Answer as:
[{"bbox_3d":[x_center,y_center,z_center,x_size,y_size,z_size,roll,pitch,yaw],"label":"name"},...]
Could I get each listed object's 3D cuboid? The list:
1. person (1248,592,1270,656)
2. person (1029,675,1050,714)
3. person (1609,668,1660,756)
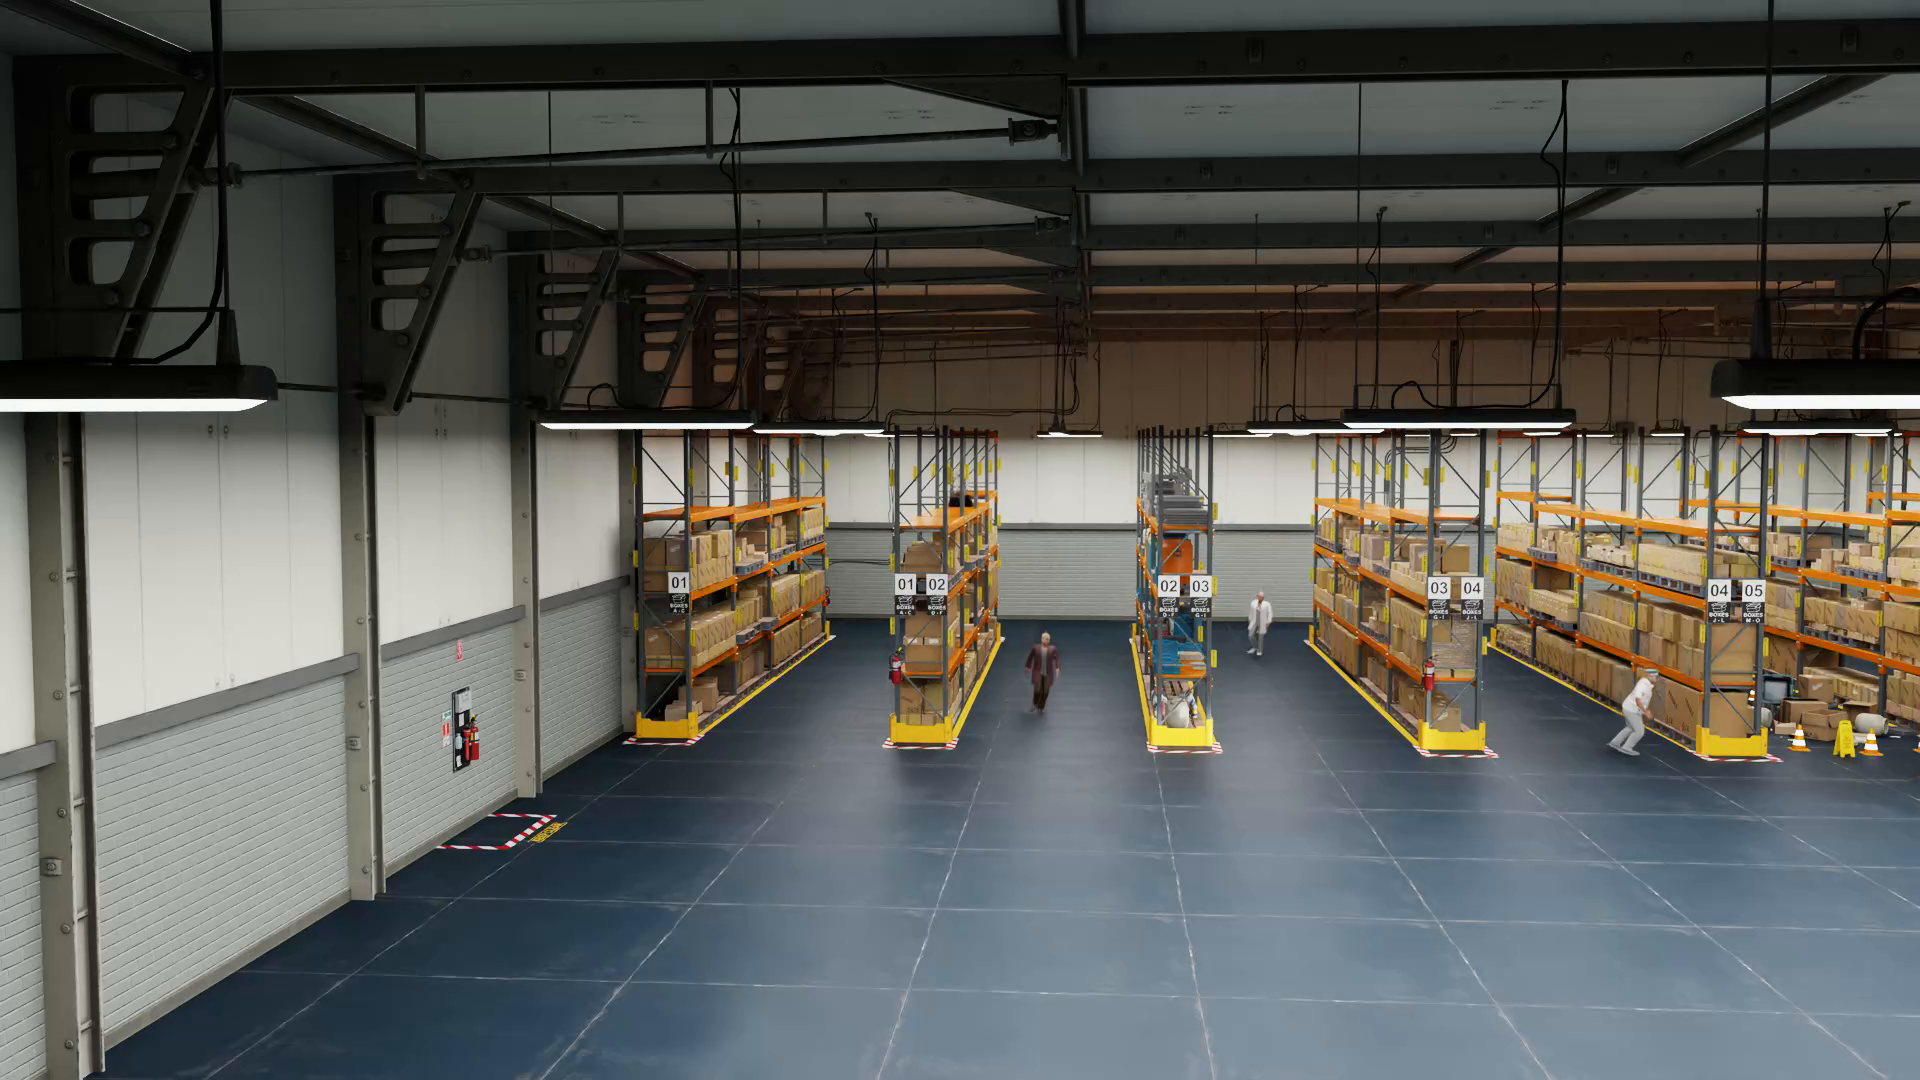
[{"bbox_3d":[7.896,2.215,43.851,0.685,1.727,0.724,1,4,20],"label":"person"},{"bbox_3d":[1.671,3.111,34.560,0.462,1.040,0.547,0,3,-5],"label":"person"},{"bbox_3d":[12.221,3.101,30.144,0.847,1.617,0.690,2,4,27],"label":"person"}]
